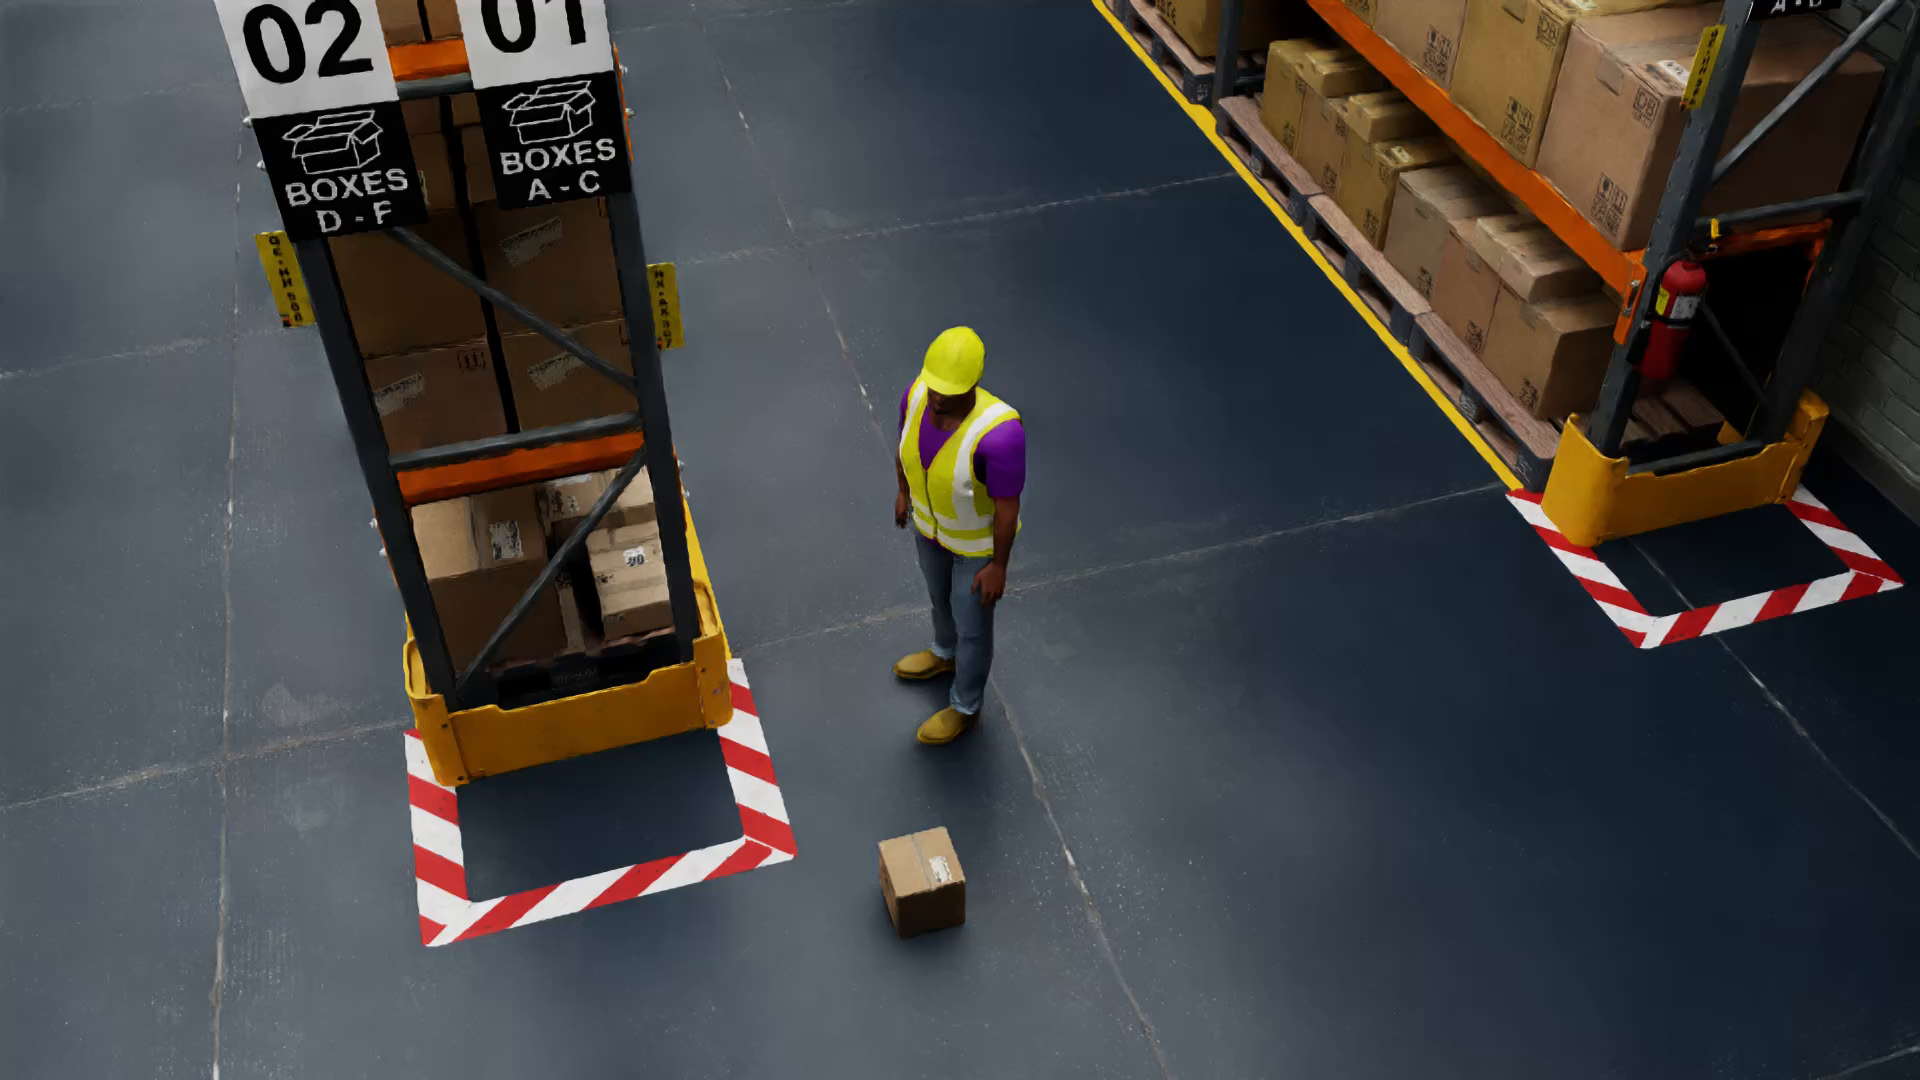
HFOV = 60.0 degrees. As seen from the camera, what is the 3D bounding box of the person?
[{"bbox_3d":[-0.081,-0.015,6.128,0.650,1.761,0.521,33,51,31],"label":"person"}]
